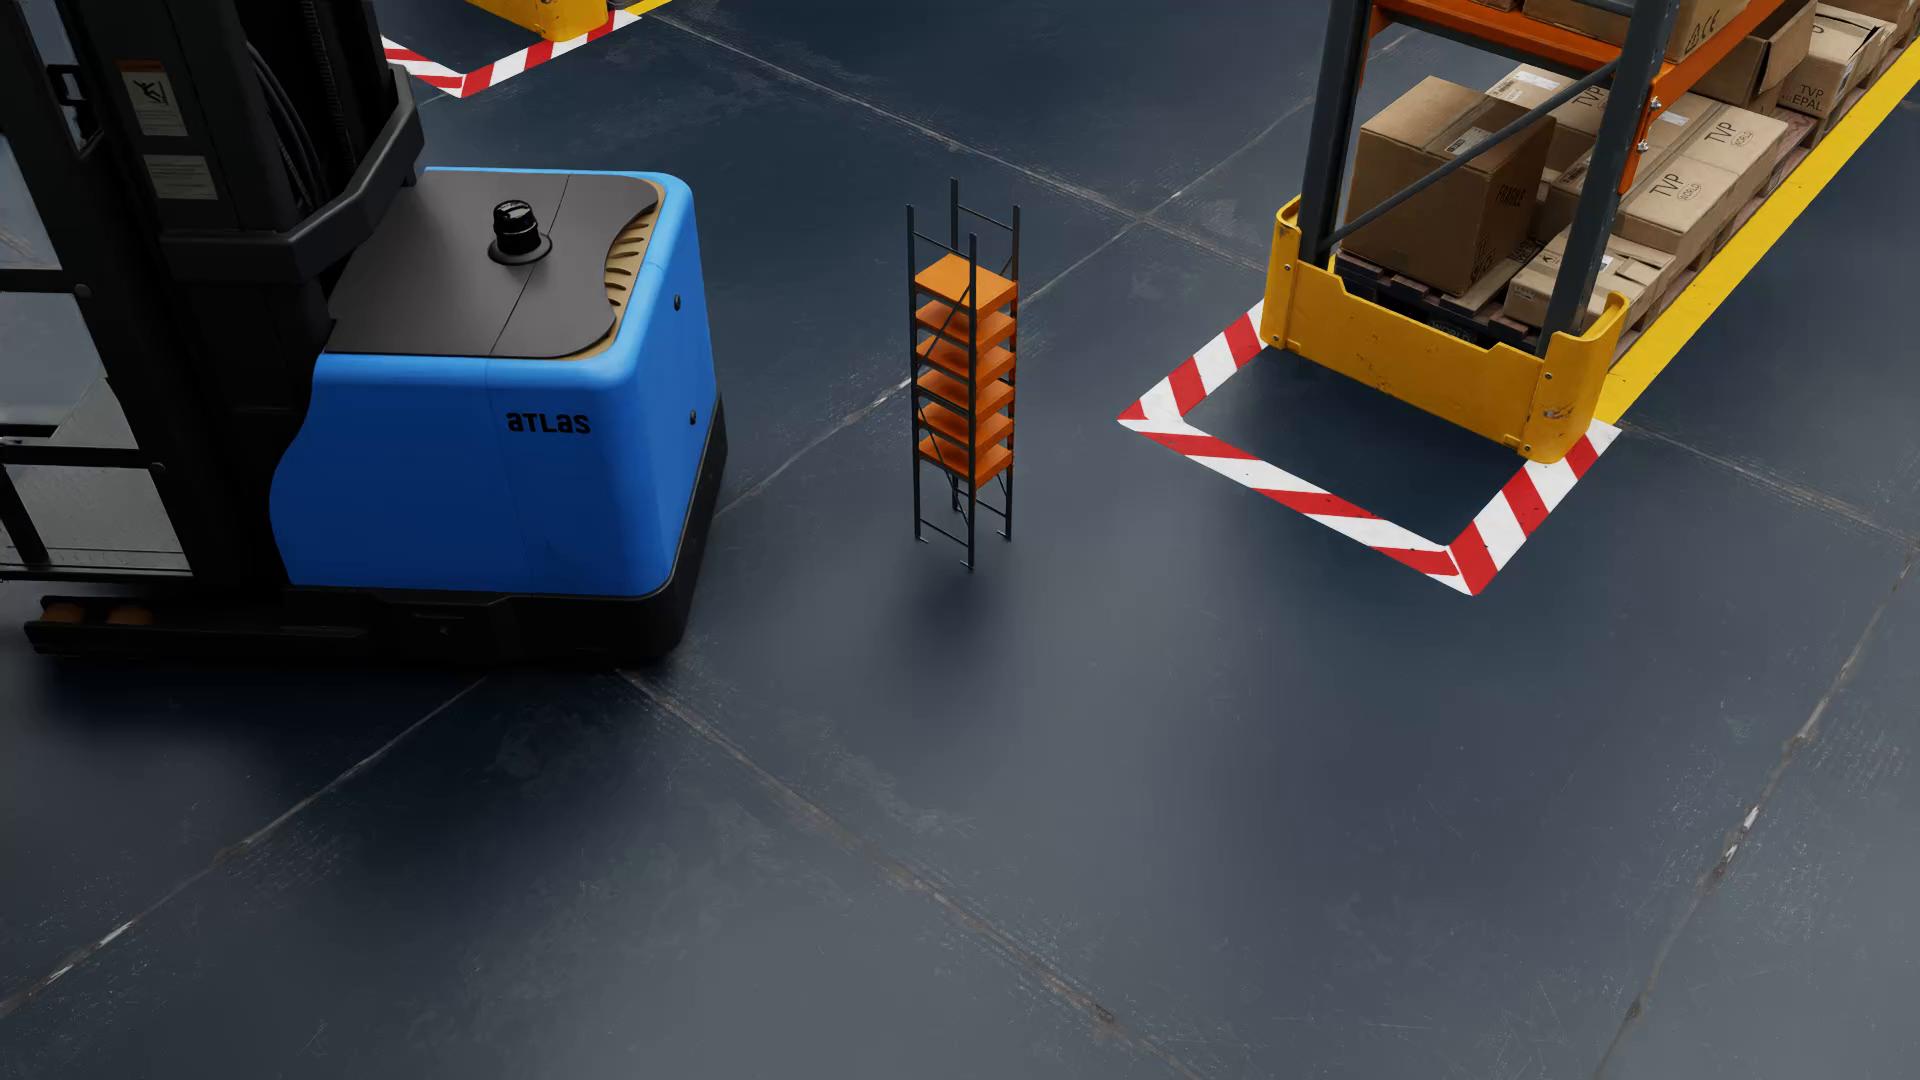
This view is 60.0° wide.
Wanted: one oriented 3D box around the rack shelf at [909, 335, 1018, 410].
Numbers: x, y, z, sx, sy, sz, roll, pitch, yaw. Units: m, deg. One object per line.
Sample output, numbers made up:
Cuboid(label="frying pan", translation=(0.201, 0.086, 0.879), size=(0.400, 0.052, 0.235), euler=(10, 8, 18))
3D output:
Cuboid(label="rack shelf", translation=(0.009, -0.507, 4.804), size=(0.258, 0.103, 0.180), euler=(29, 50, 28))

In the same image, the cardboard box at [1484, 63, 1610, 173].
Cuboid(label="cardboard box", translation=(2.370, -1.654, 6.556), size=(0.500, 0.250, 0.500), euler=(29, 50, 28))

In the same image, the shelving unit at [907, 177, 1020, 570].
Cuboid(label="shelving unit", translation=(0.009, -0.451, 4.855), size=(0.258, 1.200, 0.189), euler=(29, 50, 28))

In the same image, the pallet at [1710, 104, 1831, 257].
Cuboid(label="pallet", translation=(2.921, -1.690, 6.951), size=(1.003, 0.211, 1.213), euler=(29, 50, 28))

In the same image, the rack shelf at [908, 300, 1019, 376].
Cuboid(label="rack shelf", translation=(0.009, -0.596, 4.723), size=(0.258, 0.103, 0.180), euler=(29, 50, 28))

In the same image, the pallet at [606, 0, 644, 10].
Cuboid(label="pallet", translation=(-1.654, -3.169, 8.578), size=(1.003, 0.211, 1.213), euler=(29, 50, 28))

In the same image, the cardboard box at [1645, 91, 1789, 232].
Cuboid(label="cardboard box", translation=(2.785, -1.463, 6.347), size=(0.500, 0.250, 0.500), euler=(29, 50, 28))

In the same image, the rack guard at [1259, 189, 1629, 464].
Cuboid(label="rack guard", translation=(1.624, -0.760, 5.714), size=(1.175, 0.500, 0.348), euler=(29, 50, 28))

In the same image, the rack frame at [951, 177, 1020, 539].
Cuboid(label="rack frame", translation=(0.068, -0.498, 4.906), size=(0.240, 1.200, 0.006), euler=(29, 50, 28))

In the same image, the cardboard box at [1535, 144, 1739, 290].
Cuboid(label="cardboard box", translation=(2.463, -1.206, 6.064), size=(0.500, 0.250, 0.500), euler=(29, 50, 28))

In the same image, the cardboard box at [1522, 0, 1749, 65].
Cuboid(label="cardboard box", translation=(2.062, -1.797, 4.923), size=(0.500, 0.500, 0.500), euler=(31, 50, 29))

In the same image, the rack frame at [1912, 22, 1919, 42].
Cuboid(label="rack frame", translation=(4.149, -3.706, 7.096), size=(1.000, 3.000, 0.127), euler=(29, 50, 28))

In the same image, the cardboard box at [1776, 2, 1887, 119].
Cuboid(label="cardboard box", translation=(3.517, -2.071, 6.970), size=(0.500, 0.311, 0.500), euler=(29, 50, 28))

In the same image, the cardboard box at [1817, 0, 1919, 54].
Cuboid(label="cardboard box", translation=(3.999, -2.527, 7.331), size=(0.500, 0.500, 0.500), euler=(29, 50, 28))

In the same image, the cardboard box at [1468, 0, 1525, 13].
Cuboid(label="cardboard box", translation=(1.655, -2.031, 5.180), size=(0.500, 0.500, 0.500), euler=(31, 51, 30))

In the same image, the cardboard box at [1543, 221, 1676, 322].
Cuboid(label="cardboard box", translation=(2.268, -0.956, 5.851), size=(0.380, 0.166, 0.250), euler=(29, 50, 28))

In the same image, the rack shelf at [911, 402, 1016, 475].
Cuboid(label="rack shelf", translation=(0.009, -0.330, 4.965), size=(0.258, 0.103, 0.180), euler=(29, 50, 28))

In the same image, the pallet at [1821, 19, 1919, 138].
Cuboid(label="pallet", translation=(3.706, -2.321, 7.645), size=(1.003, 0.211, 1.213), euler=(29, 50, 28))

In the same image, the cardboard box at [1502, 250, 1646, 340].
Cuboid(label="cardboard box", translation=(2.107, -0.821, 5.715), size=(0.380, 0.149, 0.250), euler=(29, 50, 28))

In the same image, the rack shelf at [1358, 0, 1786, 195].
Cuboid(label="rack shelf", translation=(2.862, -2.410, 6.205), size=(1.077, 0.370, 4.000), euler=(29, 50, 28))

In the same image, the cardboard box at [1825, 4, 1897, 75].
Cuboid(label="cardboard box", translation=(3.804, -2.178, 7.208), size=(0.380, 0.149, 0.250), euler=(29, 50, 28))

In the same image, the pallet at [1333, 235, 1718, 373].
Cuboid(label="pallet", translation=(2.136, -1.064, 6.264), size=(1.003, 0.211, 1.213), euler=(29, 50, 28))

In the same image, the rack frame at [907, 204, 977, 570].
Cuboid(label="rack frame", translation=(-0.050, -0.404, 4.803), size=(0.240, 1.200, 0.006), euler=(29, 50, 28))

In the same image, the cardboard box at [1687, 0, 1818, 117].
Cuboid(label="cardboard box", translation=(2.944, -1.975, 6.721), size=(0.797, 0.503, 0.637), euler=(29, 50, 28))

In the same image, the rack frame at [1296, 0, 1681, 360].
Cuboid(label="rack frame", translation=(1.575, -1.646, 4.831), size=(1.000, 3.000, 0.127), euler=(29, 50, 28))

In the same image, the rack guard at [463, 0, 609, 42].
Cuboid(label="rack guard", translation=(-2.220, -2.850, 8.012), size=(1.175, 0.500, 0.348), euler=(29, 50, 28))

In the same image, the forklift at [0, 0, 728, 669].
Cuboid(label="forklift", translation=(-2.296, -1.088, 4.268), size=(3.031, 2.935, 1.130), euler=(2, 42, 2))

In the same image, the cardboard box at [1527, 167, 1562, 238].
Cuboid(label="cardboard box", translation=(2.066, -1.317, 6.247), size=(0.380, 0.166, 0.250), euler=(29, 50, 28))

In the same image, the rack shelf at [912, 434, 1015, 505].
Cuboid(label="rack shelf", translation=(0.009, -0.241, 5.046), size=(0.258, 0.103, 0.180), euler=(29, 50, 28))

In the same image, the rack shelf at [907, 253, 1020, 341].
Cuboid(label="rack shelf", translation=(0.009, -0.685, 4.642), size=(0.258, 0.103, 0.180), euler=(29, 50, 28))

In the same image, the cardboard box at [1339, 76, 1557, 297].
Cuboid(label="cardboard box", translation=(1.736, -1.271, 5.949), size=(0.500, 0.500, 0.500), euler=(29, 50, 28))

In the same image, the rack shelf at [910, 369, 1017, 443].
Cuboid(label="rack shelf", translation=(0.009, -0.418, 4.884), size=(0.258, 0.103, 0.180), euler=(29, 50, 28))

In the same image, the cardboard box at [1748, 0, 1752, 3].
Cuboid(label="cardboard box", translation=(2.390, -2.065, 5.217), size=(0.500, 0.500, 0.500), euler=(29, 50, 28))
